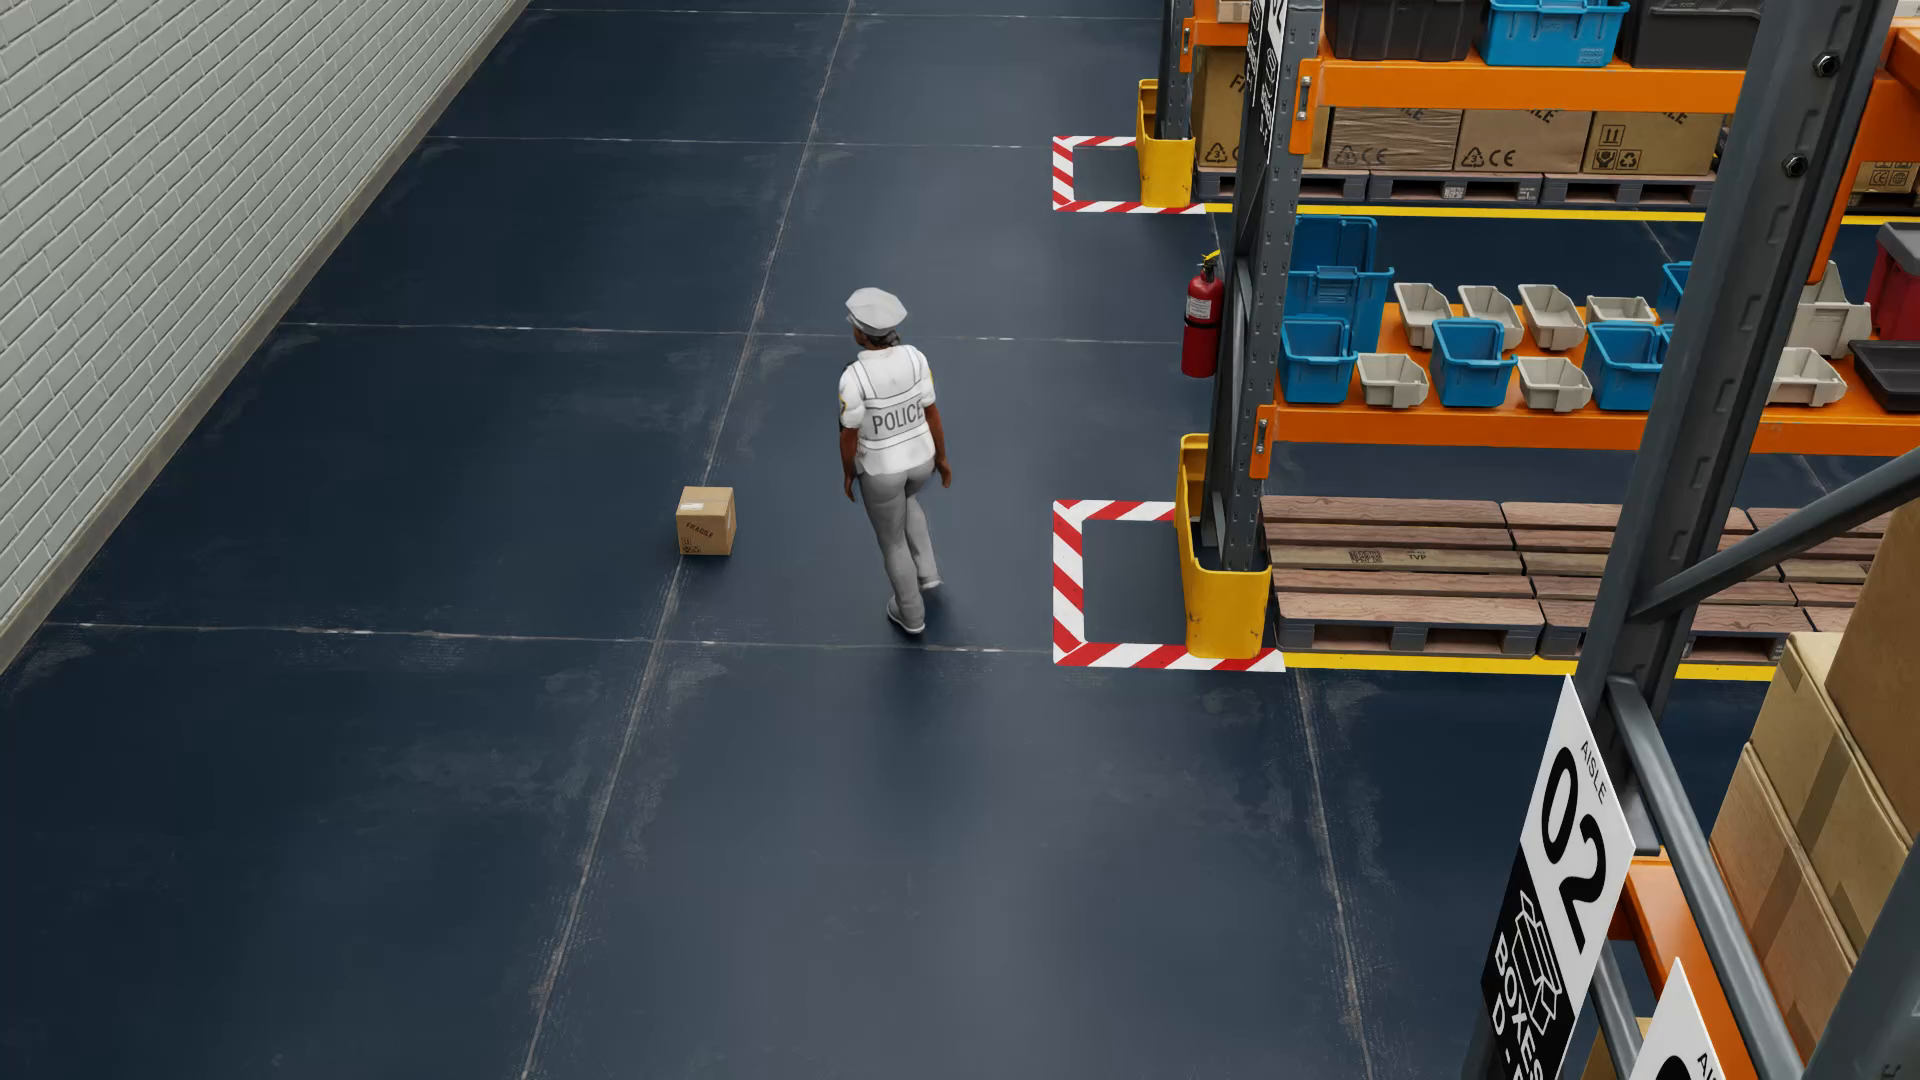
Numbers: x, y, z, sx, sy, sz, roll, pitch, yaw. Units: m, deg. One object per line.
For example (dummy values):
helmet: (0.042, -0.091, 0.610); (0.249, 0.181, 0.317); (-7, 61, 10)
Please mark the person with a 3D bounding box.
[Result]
person: (-0.299, -0.349, 7.547); (0.515, 1.673, 0.493); (-23, 42, -28)
